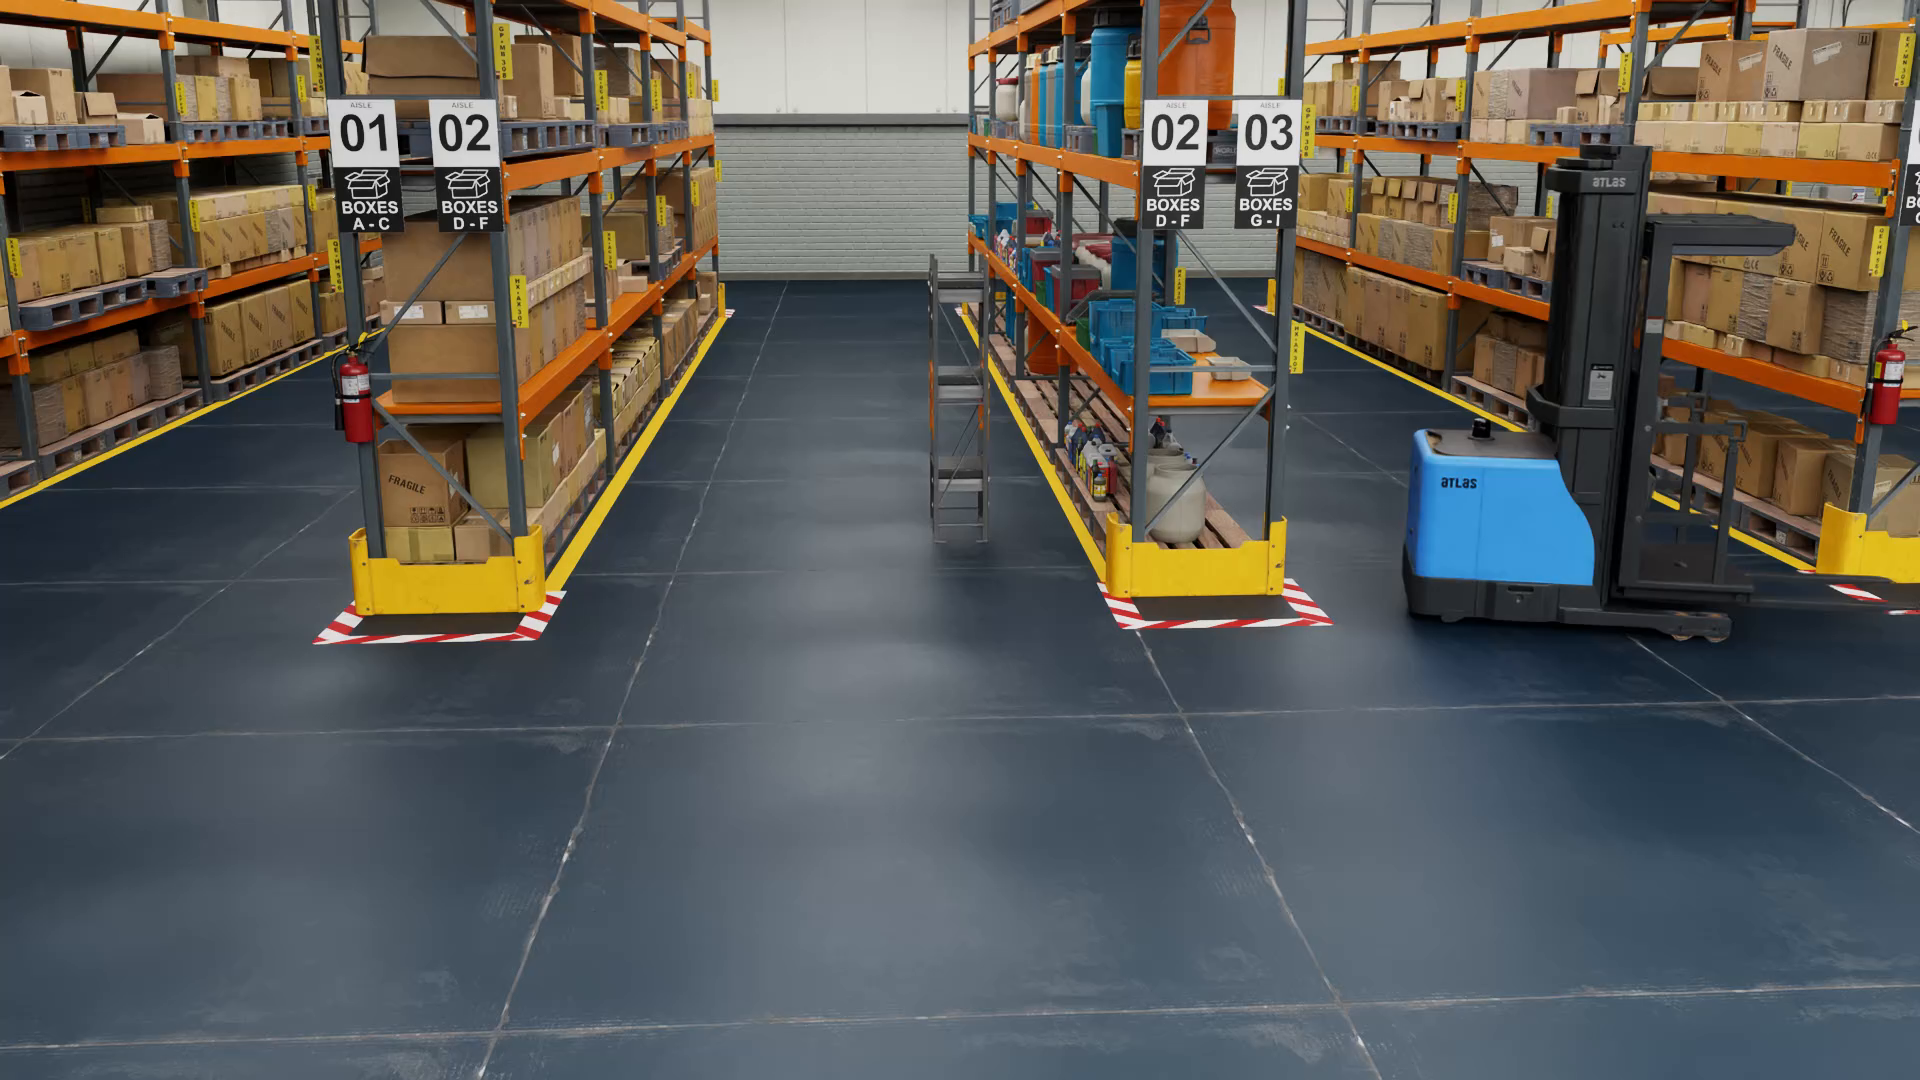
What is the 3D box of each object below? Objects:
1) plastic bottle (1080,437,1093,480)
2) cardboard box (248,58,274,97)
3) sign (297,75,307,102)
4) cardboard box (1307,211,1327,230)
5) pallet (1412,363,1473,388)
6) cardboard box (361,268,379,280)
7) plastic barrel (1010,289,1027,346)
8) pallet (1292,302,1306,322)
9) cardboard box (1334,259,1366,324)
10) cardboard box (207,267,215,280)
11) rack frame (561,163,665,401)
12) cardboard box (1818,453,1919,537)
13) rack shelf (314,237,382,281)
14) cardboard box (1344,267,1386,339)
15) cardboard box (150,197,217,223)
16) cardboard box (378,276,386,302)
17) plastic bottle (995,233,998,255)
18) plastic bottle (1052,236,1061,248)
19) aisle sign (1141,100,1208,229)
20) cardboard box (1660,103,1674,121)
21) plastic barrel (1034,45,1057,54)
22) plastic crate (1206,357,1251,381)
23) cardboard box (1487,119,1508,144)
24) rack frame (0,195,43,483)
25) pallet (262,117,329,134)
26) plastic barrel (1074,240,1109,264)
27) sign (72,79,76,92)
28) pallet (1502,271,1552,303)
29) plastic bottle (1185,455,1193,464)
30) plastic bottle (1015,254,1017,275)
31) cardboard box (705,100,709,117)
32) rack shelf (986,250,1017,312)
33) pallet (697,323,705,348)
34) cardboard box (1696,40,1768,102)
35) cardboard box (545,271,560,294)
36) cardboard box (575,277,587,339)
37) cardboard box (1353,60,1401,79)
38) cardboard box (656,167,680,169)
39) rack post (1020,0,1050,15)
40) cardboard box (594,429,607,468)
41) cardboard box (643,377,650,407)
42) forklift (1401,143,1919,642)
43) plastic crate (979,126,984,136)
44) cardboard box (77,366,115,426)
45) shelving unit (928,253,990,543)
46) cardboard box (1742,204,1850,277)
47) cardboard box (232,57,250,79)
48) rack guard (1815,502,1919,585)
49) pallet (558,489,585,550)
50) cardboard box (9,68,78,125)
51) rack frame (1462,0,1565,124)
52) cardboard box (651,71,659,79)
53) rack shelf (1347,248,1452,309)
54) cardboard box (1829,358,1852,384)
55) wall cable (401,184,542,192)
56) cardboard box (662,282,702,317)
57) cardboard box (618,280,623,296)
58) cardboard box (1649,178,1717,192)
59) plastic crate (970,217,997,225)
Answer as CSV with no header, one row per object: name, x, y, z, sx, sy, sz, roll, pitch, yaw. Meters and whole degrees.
plastic bottle,1.056,-0.668,13.535,0.144,0.351,0.185,-1,14,-4
cardboard box,-9.277,-6.099,21.945,0.500,0.500,0.500,-1,14,-4
sign,-8.460,-5.800,21.362,0.100,0.325,0.005,-1,14,-3
cardboard box,5.447,-4.722,24.565,0.500,0.250,0.500,-1,14,-5
pallet,6.105,-2.016,19.936,1.003,0.211,1.213,-1,14,-3
cardboard box,-8.899,-3.971,24.811,0.380,0.149,0.250,0,14,-2
plastic barrel,0.948,-2.963,21.389,0.600,0.901,0.708,-1,14,-3
pallet,5.710,-3.610,26.134,1.003,0.211,1.213,-1,14,-3
cardboard box,5.869,-3.503,23.544,0.875,0.875,0.875,-1,14,-3
cardboard box,-8.549,-2.976,18.536,0.380,0.149,0.250,-1,14,-3
rack frame,-3.809,-3.017,18.232,1.000,3.000,0.127,-1,14,-3
cardboard box,6.552,-0.328,11.953,0.500,0.500,0.500,2,15,7
rack shelf,-9.125,-4.083,23.820,1.077,0.370,4.000,-1,14,-3
cardboard box,5.890,-3.179,22.284,1.225,0.875,0.875,-1,14,-3
cardboard box,-8.526,-3.629,18.267,0.500,0.250,0.500,-1,14,-2
cardboard box,-9.106,-3.749,25.252,0.700,0.500,0.500,-1,14,-3
plastic bottle,0.492,-3.900,21.897,0.061,0.283,0.133,-1,14,-3
plastic bottle,1.195,-3.530,20.325,0.144,0.351,0.185,-1,14,-3
aisle sign,1.338,-2.339,10.381,0.394,0.787,0.004,-1,14,-3
cardboard box,6.123,-3.596,13.965,0.380,0.149,0.250,-2,15,-6
plastic barrel,1.103,-5.098,18.594,0.600,0.830,0.708,-1,14,-3
plastic crate,1.896,-1.203,11.709,0.298,0.136,0.250,-1,14,-3
cardboard box,5.885,-4.300,17.501,0.500,0.250,0.500,-1,14,-2
rack frame,-8.505,-1.945,14.064,1.000,3.000,0.127,-1,14,-3
pallet,-9.041,-5.547,22.226,1.003,0.211,1.213,-1,14,-3
plastic barrel,1.412,-2.894,17.530,0.421,0.512,0.421,0,14,0
sign,-9.308,-4.674,17.457,0.100,0.325,0.005,-1,14,-3
pallet,6.242,-2.584,16.935,1.003,0.211,1.213,-1,14,-3
plastic bottle,1.808,-0.535,13.180,0.097,0.271,0.097,0,14,0
plastic bottle,0.670,-3.187,19.128,0.061,0.283,0.133,-1,14,-3
cardboard box,-3.987,-6.380,24.582,0.500,0.250,0.500,-1,14,-3
rack shelf,1.011,-3.241,20.548,1.077,0.370,4.000,-1,14,-3
pallet,-4.099,-2.832,23.109,1.003,0.211,1.213,-1,14,-3
cardboard box,6.608,-3.953,14.051,0.500,0.500,0.500,-1,14,-5
cardboard box,-3.234,-1.938,12.538,0.380,0.149,0.250,0,14,-2
cardboard box,-3.528,-1.960,13.924,0.700,0.500,0.500,-1,14,-5
cardboard box,5.779,-6.514,23.054,0.500,0.250,0.500,-2,15,-7
cardboard box,-4.541,-5.425,25.382,0.500,0.500,0.500,0,14,-2
rack post,1.175,-5.588,15.785,1.013,1.000,3.121,-1,14,-3
cardboard box,-3.315,-0.782,14.220,0.500,0.250,0.500,-1,14,-3
cardboard box,-3.470,-1.508,17.044,0.500,0.250,0.500,-1,14,-2
forklift,4.416,-0.943,10.308,3.031,2.935,1.130,3,15,10
plastic crate,0.428,-5.723,23.257,0.293,0.136,0.466,-1,14,-3
cardboard box,-8.641,-1.385,16.023,0.700,0.500,0.500,-1,14,-3
shelving unit,-0.010,-1.058,12.425,0.431,2.100,0.503,-1,14,-3
cardboard box,6.228,-2.237,12.399,0.500,0.500,0.500,-1,14,-3
cardboard box,-9.077,-5.791,20.404,0.500,0.250,0.500,0,14,1
rack guard,6.569,0.013,11.474,1.175,0.500,0.348,-1,14,-3
pallet,-3.475,-0.169,12.759,1.003,0.211,1.213,-1,14,-3
cardboard box,-8.536,-4.093,15.351,0.500,0.500,0.500,-1,14,-5
rack frame,6.078,-6.074,18.075,1.000,3.000,0.127,-1,14,-3
cardboard box,-4.035,-5.472,20.511,0.600,0.600,0.600,-1,14,-4
rack shelf,5.954,-3.318,20.845,1.077,0.370,4.000,-1,14,-3
cardboard box,6.335,-1.187,11.626,0.380,0.149,0.250,-1,14,-3
wall cable,-9.243,-7.743,30.791,3.097,2.526,0.112,-1,14,-3
cardboard box,-4.179,-3.483,24.170,0.797,0.503,0.637,-1,14,-3
cardboard box,-3.674,-2.579,17.034,0.380,0.149,0.250,0,14,1
cardboard box,6.417,-2.868,15.605,1.000,1.000,1.000,-1,14,-3
plastic crate,0.367,-4.800,25.377,0.416,0.233,0.300,-1,14,-3
